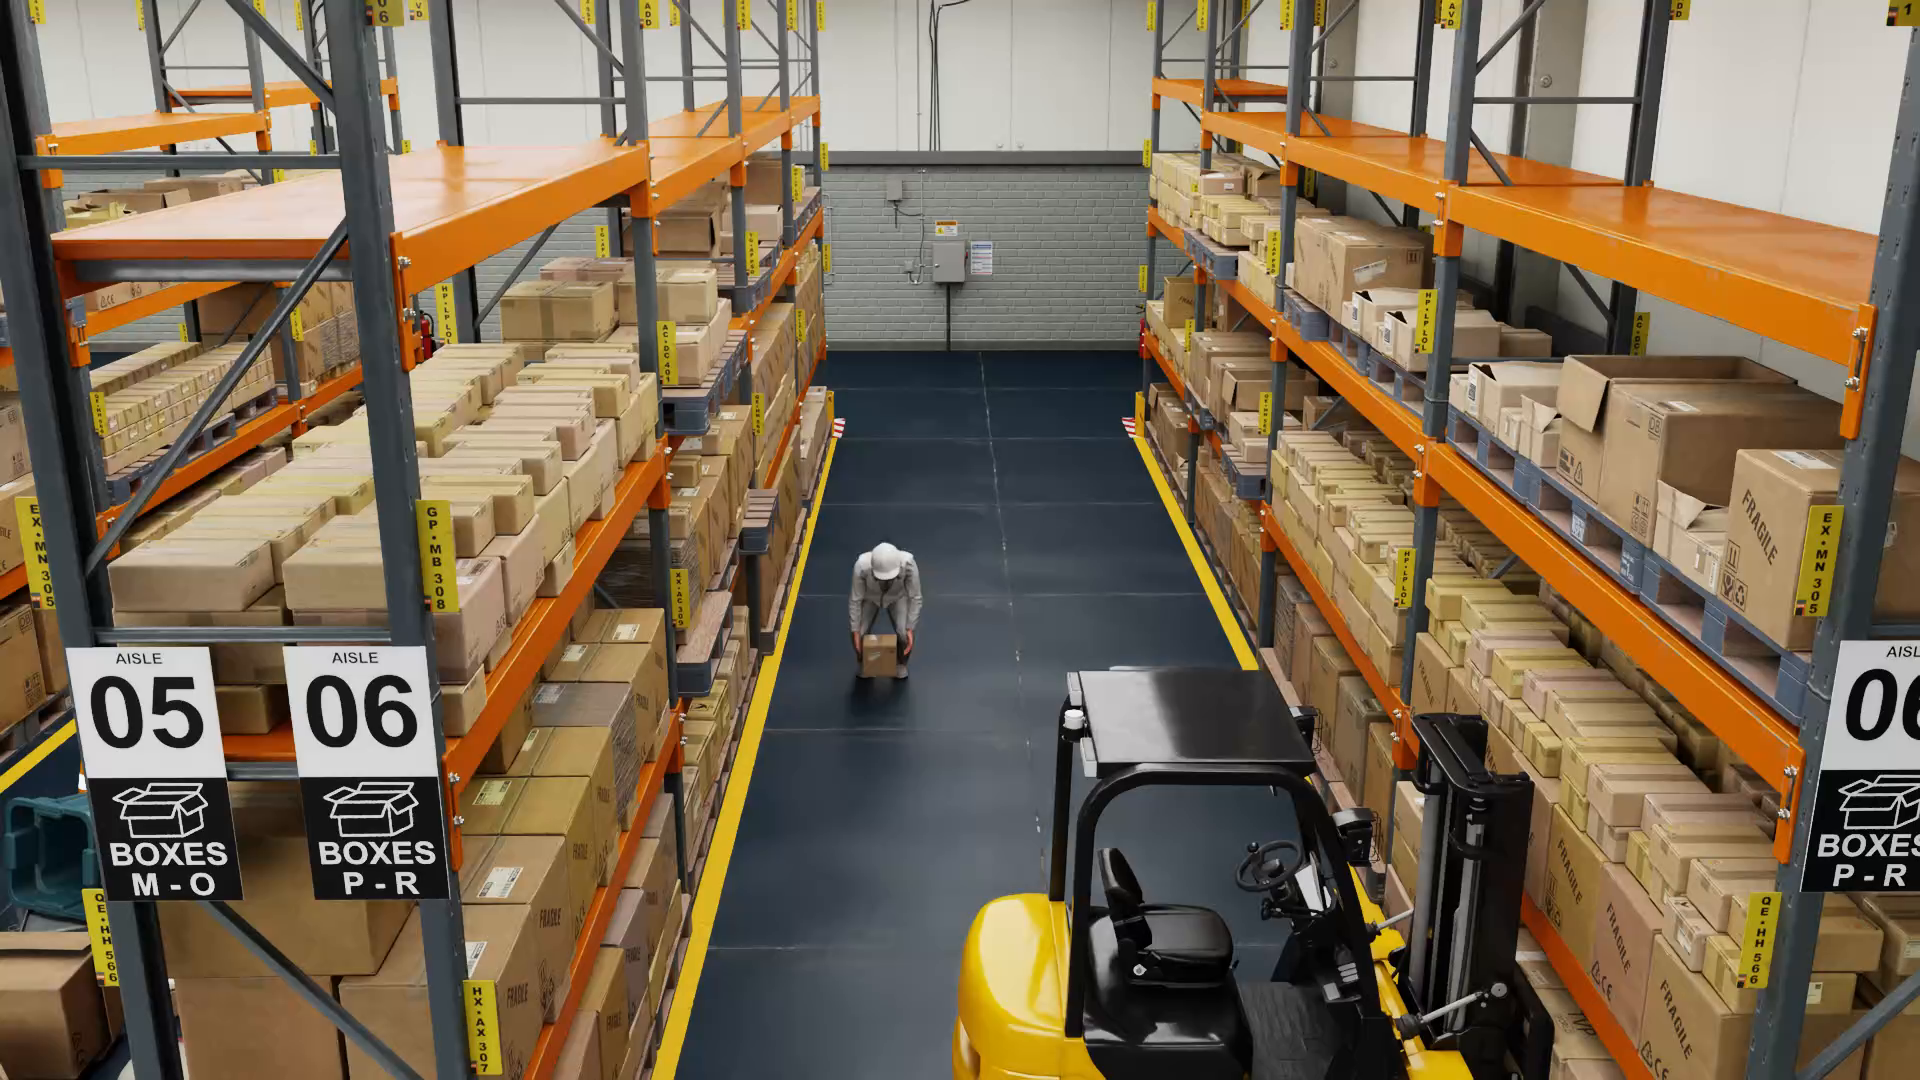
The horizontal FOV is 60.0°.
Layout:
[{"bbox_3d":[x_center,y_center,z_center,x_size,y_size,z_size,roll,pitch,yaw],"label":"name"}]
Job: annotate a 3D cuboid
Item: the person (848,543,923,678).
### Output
[{"bbox_3d":[-0.565,0.505,12.838,0.570,1.196,0.850,0,17,1],"label":"person"}]
